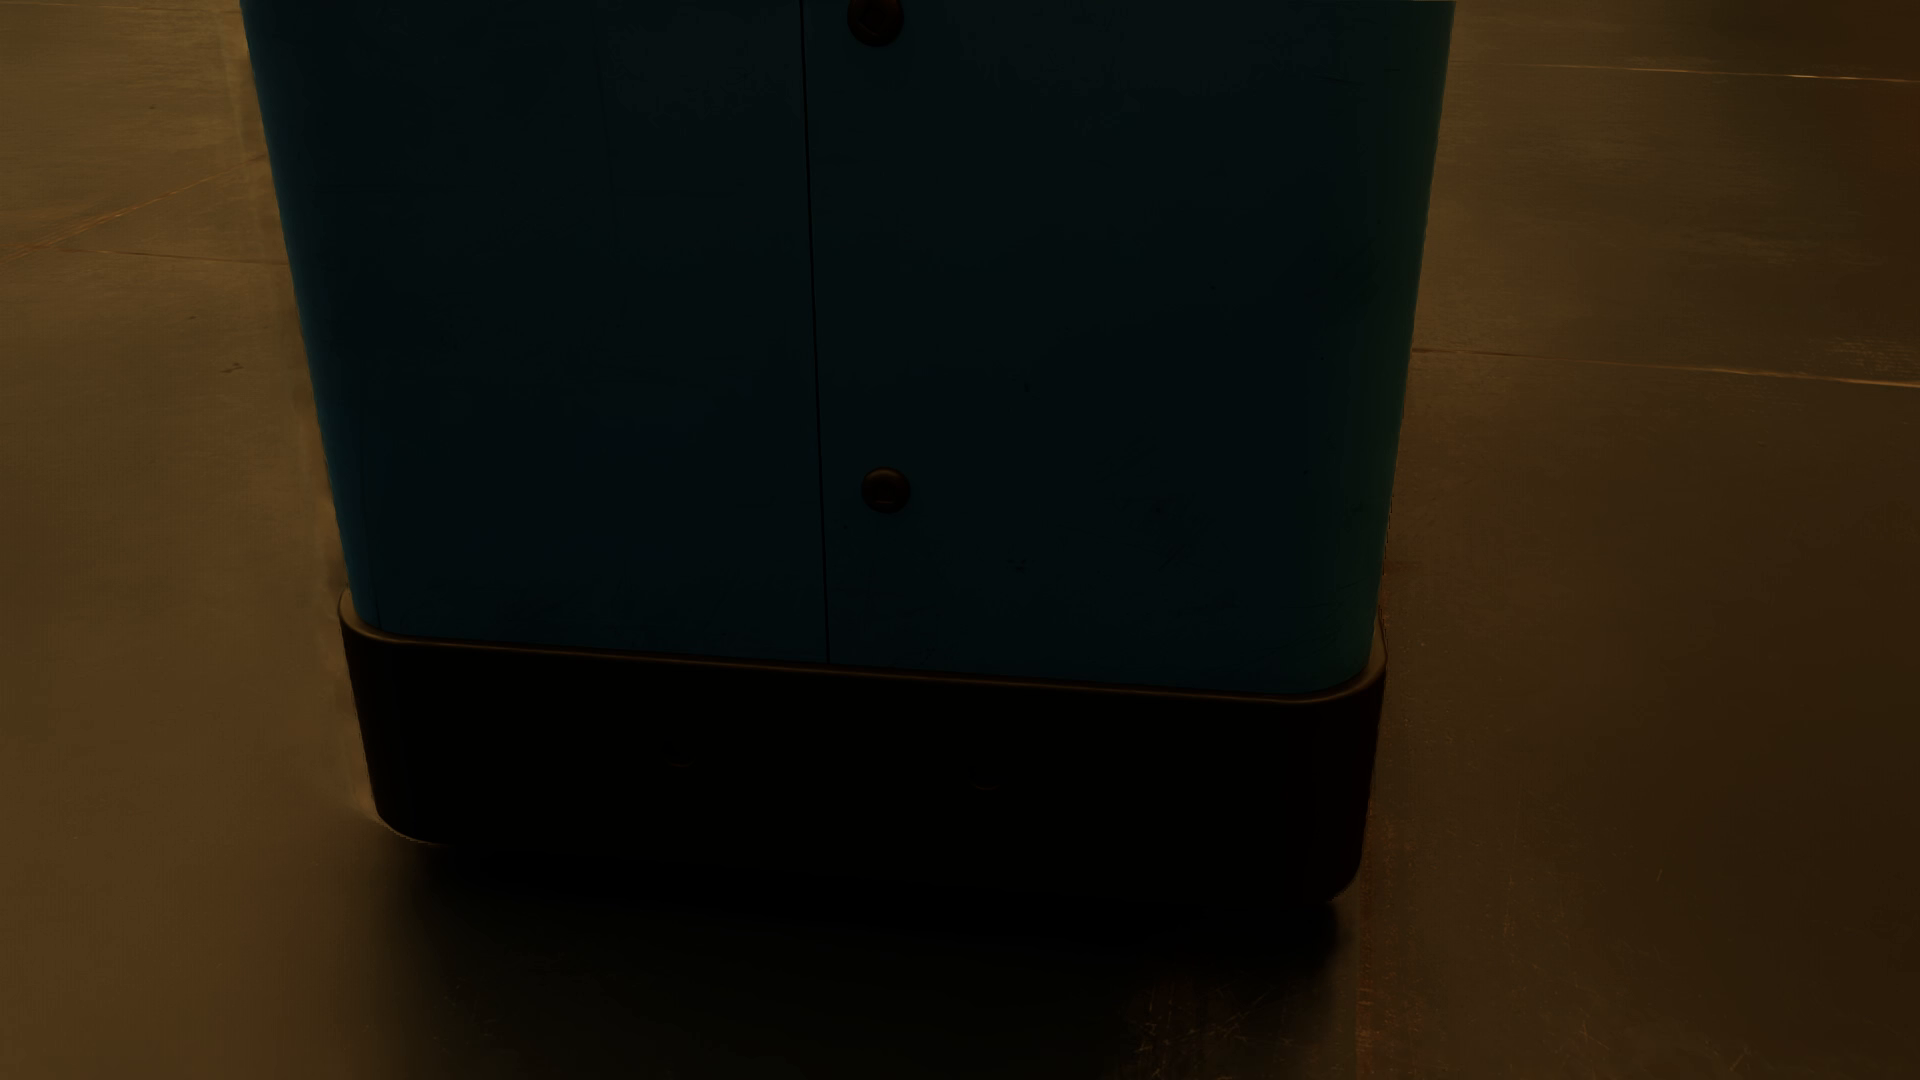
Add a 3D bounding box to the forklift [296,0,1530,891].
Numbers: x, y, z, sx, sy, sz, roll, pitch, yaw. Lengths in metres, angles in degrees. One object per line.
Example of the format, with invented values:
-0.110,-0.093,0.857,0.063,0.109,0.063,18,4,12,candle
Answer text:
0.015,-1.585,2.387,1.130,2.935,3.031,1,27,2,forklift
